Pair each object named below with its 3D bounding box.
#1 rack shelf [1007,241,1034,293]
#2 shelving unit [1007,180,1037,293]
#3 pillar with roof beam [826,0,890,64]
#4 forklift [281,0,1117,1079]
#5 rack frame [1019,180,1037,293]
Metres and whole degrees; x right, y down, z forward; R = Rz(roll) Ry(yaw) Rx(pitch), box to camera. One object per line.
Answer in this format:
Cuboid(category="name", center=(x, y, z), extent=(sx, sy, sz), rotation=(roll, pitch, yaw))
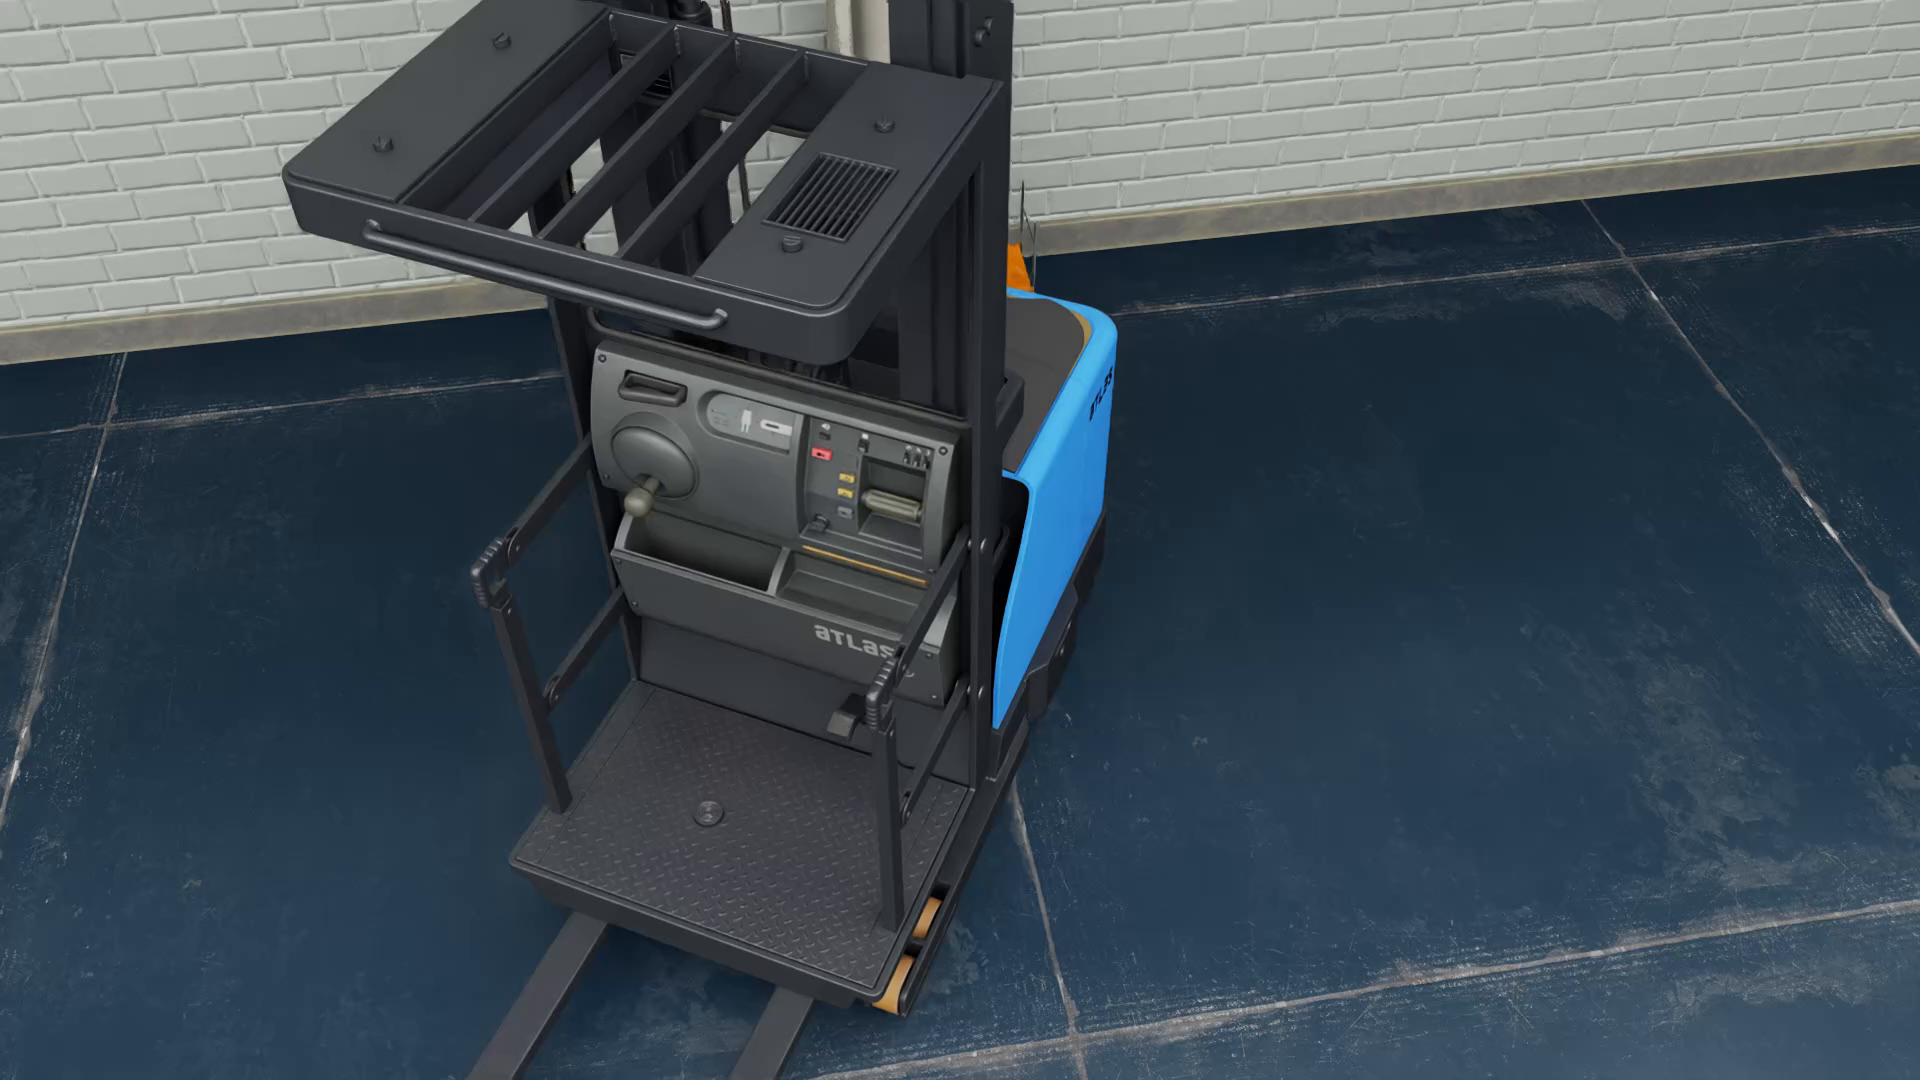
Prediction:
Cuboid(category="rack shelf", center=(0.121, -0.825, 5.273), extent=(0.180, 0.103, 0.258), rotation=(-6, 46, -6))
Cuboid(category="shelving unit", center=(0.121, -0.606, 5.501), extent=(0.189, 1.200, 0.258), rotation=(-6, 46, -6))
Cuboid(category="pillar with roof beam", center=(0.477, -1.083, 0.545), extent=(0.400, 9.000, 9.100), rotation=(-7, 46, -7))
Cuboid(category="forklift", center=(-0.533, -0.087, 3.798), extent=(1.130, 2.935, 3.031), rotation=(16, 48, 15))
Cuboid(category="rack frame", center=(0.212, -0.616, 5.510), extent=(0.006, 1.200, 0.240), rotation=(-6, 46, -6))
